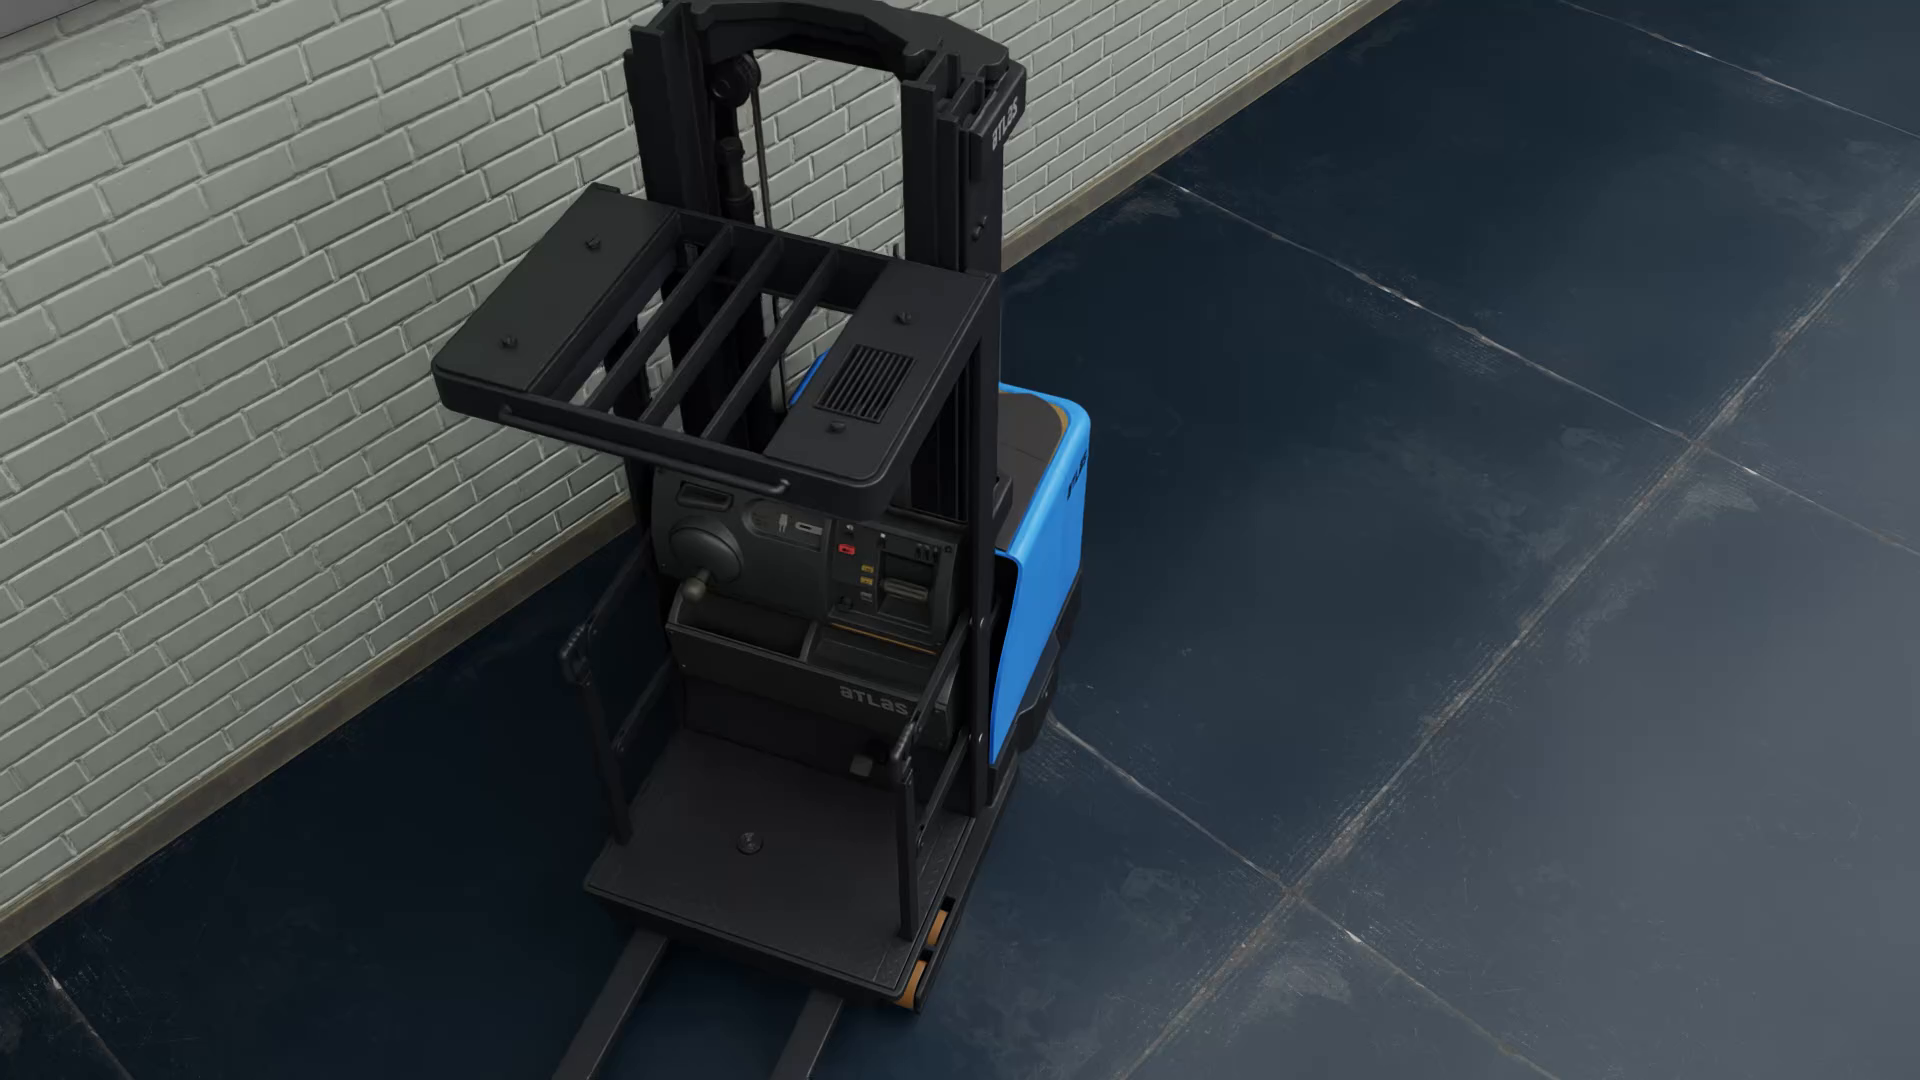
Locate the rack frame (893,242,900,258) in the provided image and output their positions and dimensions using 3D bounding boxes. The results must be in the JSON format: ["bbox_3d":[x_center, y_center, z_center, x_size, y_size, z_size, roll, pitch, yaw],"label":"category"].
[{"bbox_3d":[-0.307,-0.617,6.507,0.015,1.200,0.240,32,54,26],"label":"rack frame"}]

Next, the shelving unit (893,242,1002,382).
[{"bbox_3d":[-0.121,-0.502,6.398,0.503,1.200,0.258,32,54,26],"label":"shelving unit"}]

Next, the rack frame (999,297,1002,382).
[{"bbox_3d":[0.065,-0.387,6.290,0.015,1.200,0.240,32,54,26],"label":"rack frame"}]

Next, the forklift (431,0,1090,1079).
[{"bbox_3d":[-0.525,0.148,4.600,1.130,2.935,3.031,15,49,14],"label":"forklift"}]
